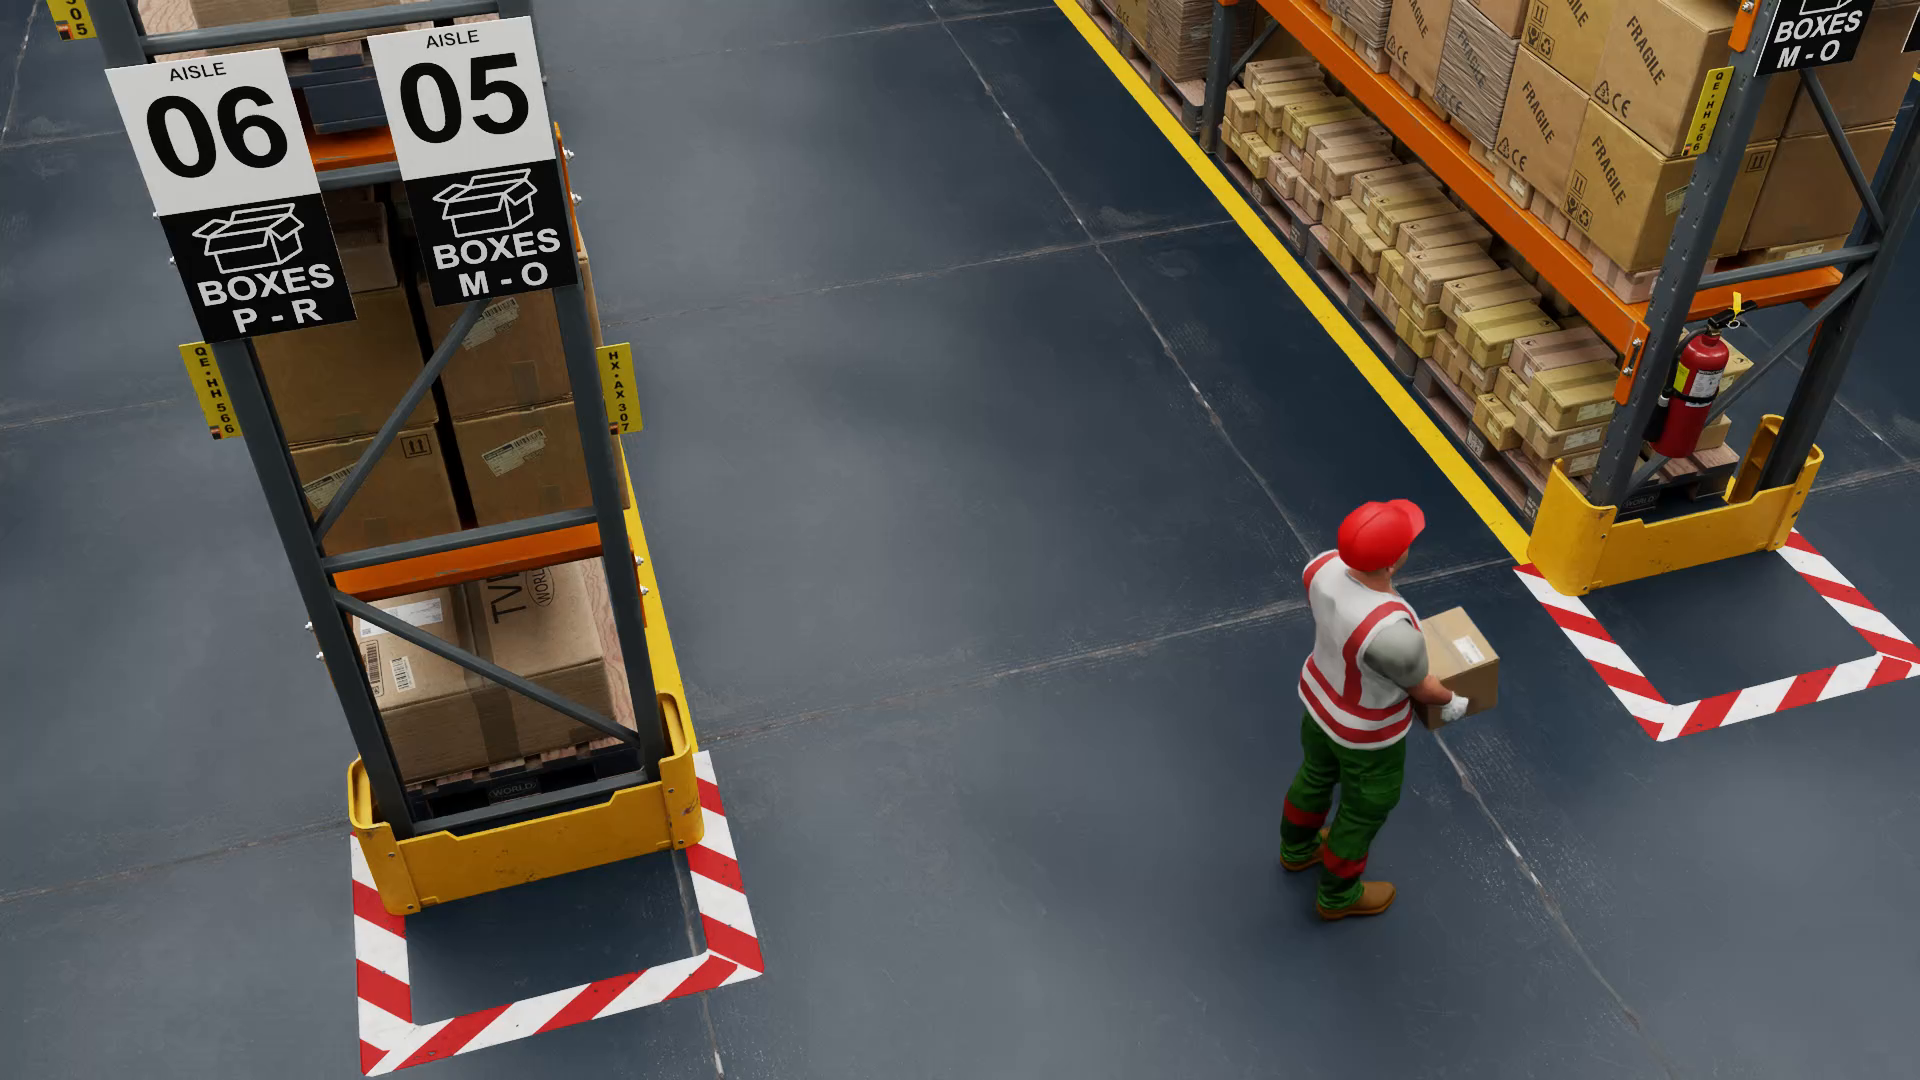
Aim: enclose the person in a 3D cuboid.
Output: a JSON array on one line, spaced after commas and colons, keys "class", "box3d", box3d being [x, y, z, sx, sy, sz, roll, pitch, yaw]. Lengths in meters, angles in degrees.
[{"class": "person", "box3d": [1.391, 0.537, 5.541, 0.556, 1.792, 0.506, -15, 44, -16]}]
